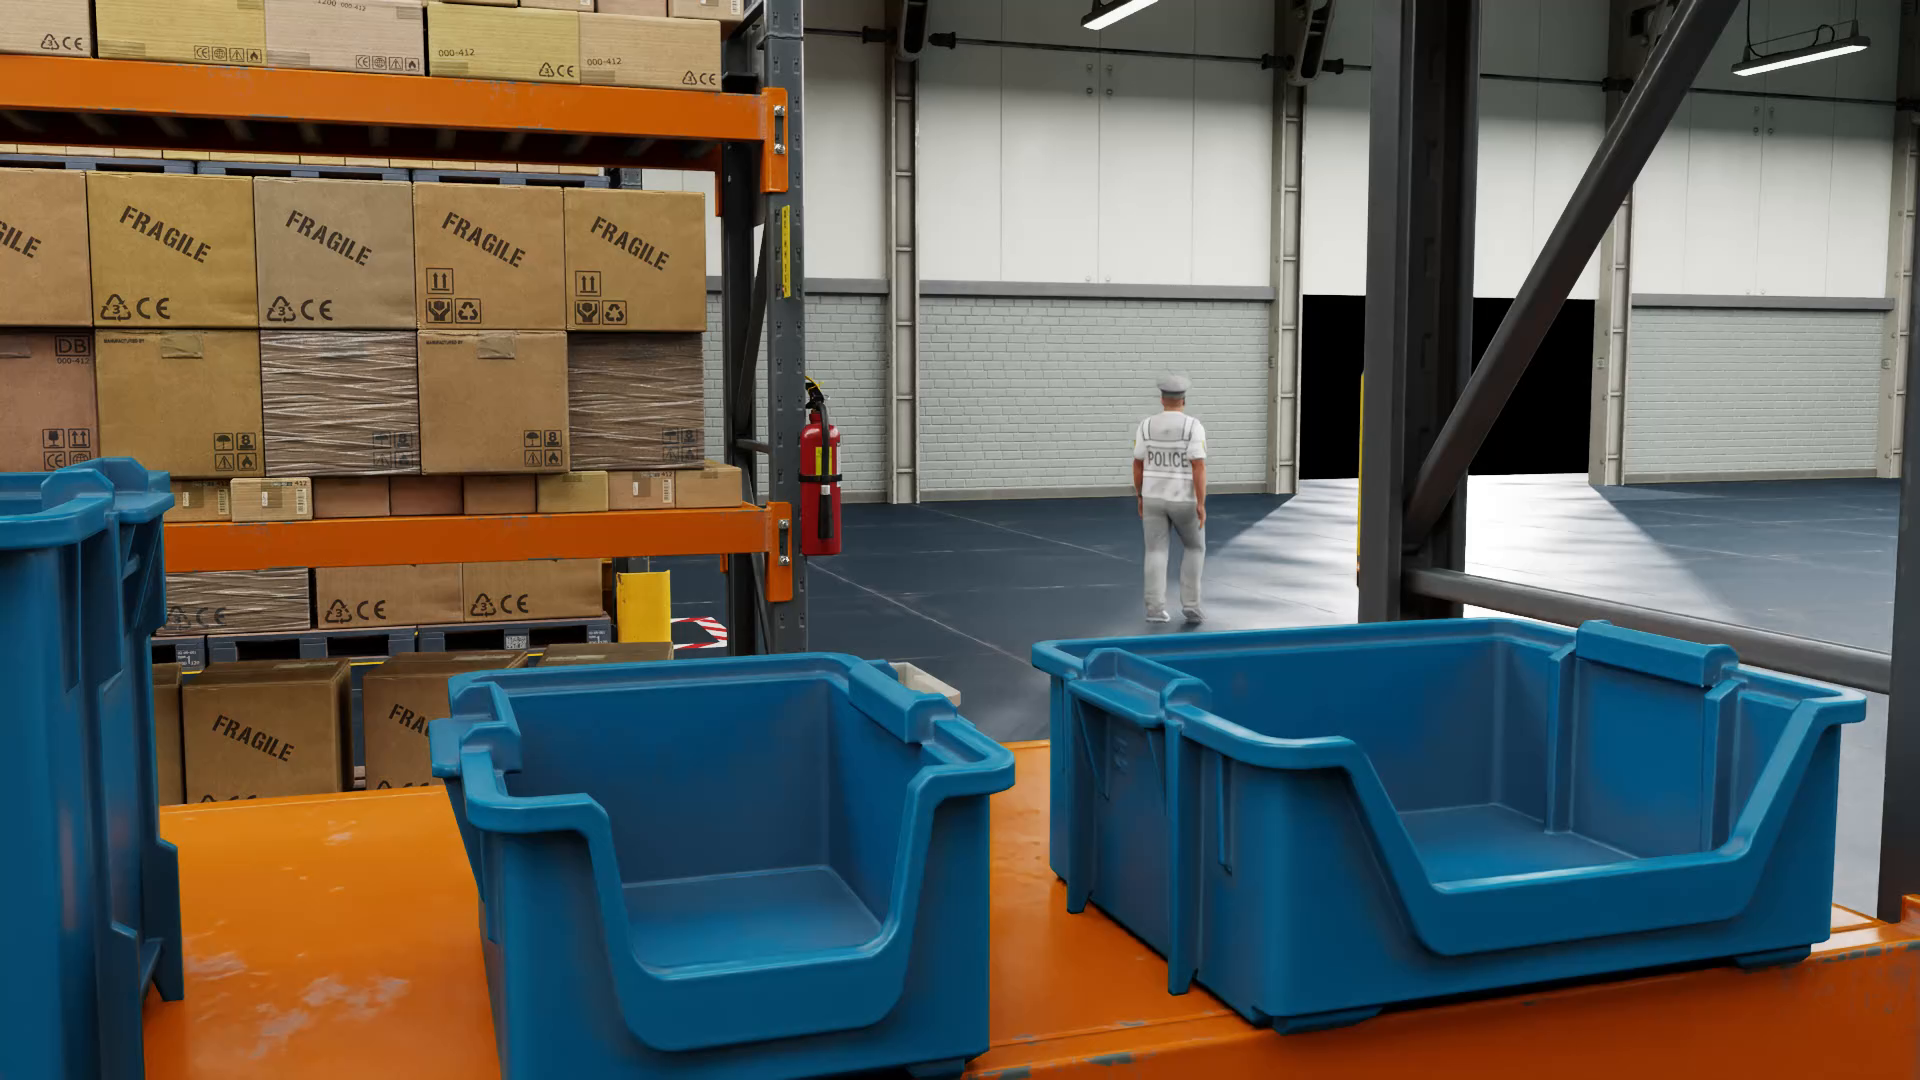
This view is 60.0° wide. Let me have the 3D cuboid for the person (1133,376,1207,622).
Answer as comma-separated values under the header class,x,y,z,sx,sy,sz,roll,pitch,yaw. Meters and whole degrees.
class,x,y,z,sx,sy,sz,roll,pitch,yaw
person,1.518,-0.257,11.904,0.560,1.834,0.725,2,6,19
